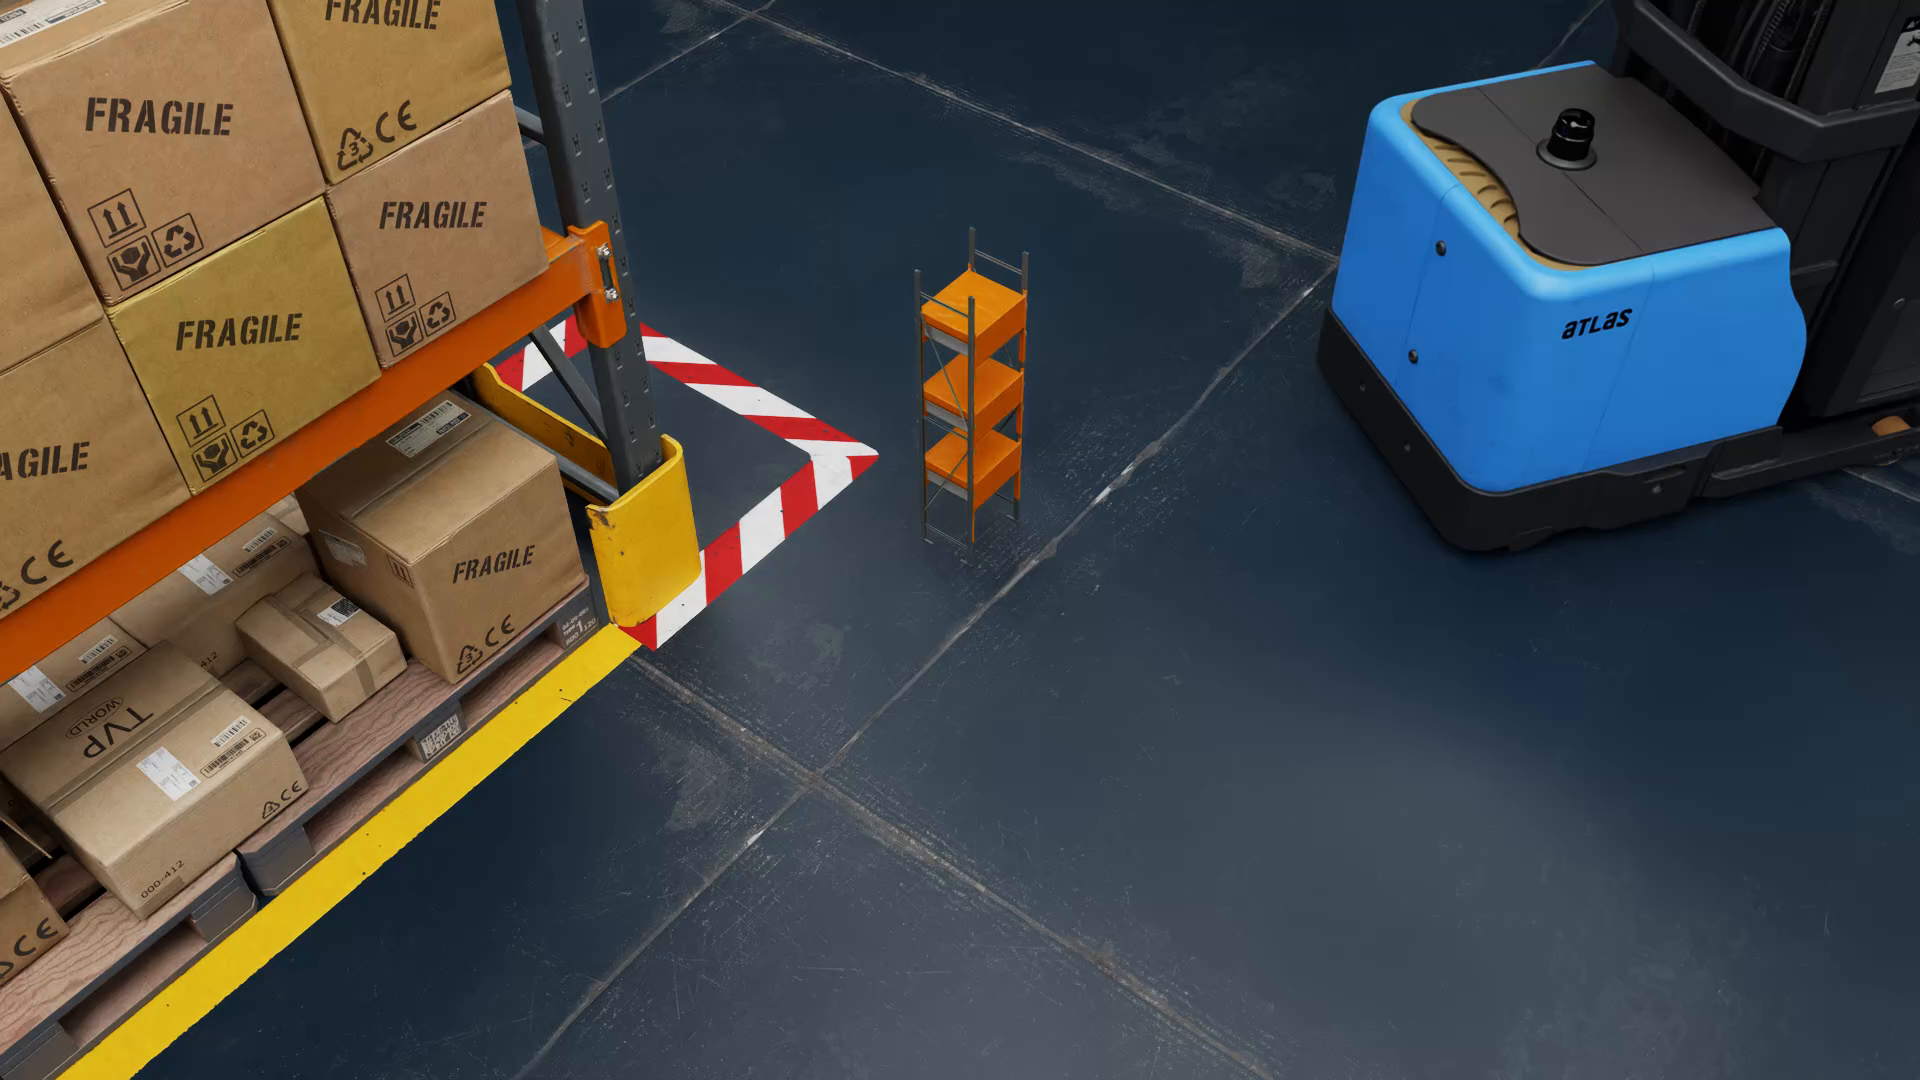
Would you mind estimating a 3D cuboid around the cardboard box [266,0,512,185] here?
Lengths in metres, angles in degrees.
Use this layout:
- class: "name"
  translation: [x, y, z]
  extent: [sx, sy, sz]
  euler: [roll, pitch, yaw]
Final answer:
- class: "cardboard box"
  translation: [-1.351, -1.158, 3.521]
  extent: [0.500, 0.500, 0.500]
  euler: [29, 53, 25]

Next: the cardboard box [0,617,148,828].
- class: "cardboard box"
  translation: [-2.465, 0.401, 4.389]
  extent: [0.500, 0.250, 0.500]
  euler: [29, 53, 25]

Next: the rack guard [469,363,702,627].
- class: "rack guard"
  translation: [-1.343, -0.247, 5.141]
  extent: [1.175, 0.500, 0.348]
  euler: [29, 53, 25]

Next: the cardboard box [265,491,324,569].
- class: "cardboard box"
  translation: [-1.977, -0.097, 4.923]
  extent: [0.380, 0.166, 0.250]
  euler: [29, 53, 25]

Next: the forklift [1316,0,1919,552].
- class: "forklift"
  translation: [2.804, -1.608, 4.759]
  extent: [3.031, 2.935, 1.130]
  euler: [-13, 48, -12]

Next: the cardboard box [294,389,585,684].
- class: "cardboard box"
  translation: [-1.434, -0.023, 4.622]
  extent: [0.500, 0.500, 0.500]
  euler: [29, 53, 25]

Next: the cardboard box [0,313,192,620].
- class: "cardboard box"
  translation: [-1.979, -0.231, 3.327]
  extent: [0.500, 0.500, 0.500]
  euler: [30, 53, 25]

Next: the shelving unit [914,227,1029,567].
- class: "shelving unit"
  translation: [0.033, -0.393, 4.900]
  extent: [0.215, 1.050, 0.252]
  euler: [29, 53, 25]

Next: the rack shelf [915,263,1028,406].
- class: "rack shelf"
  translation: [0.033, -0.582, 4.702]
  extent: [0.215, 0.259, 0.240]
  euler: [29, 53, 25]

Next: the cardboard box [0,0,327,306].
- class: "cardboard box"
  translation: [-1.659, -0.869, 3.245]
  extent: [0.500, 0.500, 0.500]
  euler: [31, 54, 26]

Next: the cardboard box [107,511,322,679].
- class: "cardboard box"
  translation: [-2.159, 0.115, 4.663]
  extent: [0.500, 0.250, 0.500]
  euler: [29, 53, 25]

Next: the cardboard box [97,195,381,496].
- class: "cardboard box"
  translation: [-1.669, -0.514, 3.597]
  extent: [0.500, 0.500, 0.500]
  euler: [30, 53, 25]

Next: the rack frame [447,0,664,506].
- class: "rack frame"
  translation: [-1.296, -1.154, 4.278]
  extent: [1.000, 3.000, 0.127]
  euler: [29, 53, 25]

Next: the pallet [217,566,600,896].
- class: "pallet"
  translation: [-1.830, 0.309, 4.809]
  extent: [1.003, 0.211, 1.213]
  euler: [29, 53, 25]

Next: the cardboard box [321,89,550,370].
- class: "cardboard box"
  translation: [-1.355, -0.812, 3.882]
  extent: [0.500, 0.500, 0.500]
  euler: [31, 54, 26]

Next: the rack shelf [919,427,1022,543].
- class: "rack shelf"
  translation: [0.033, -0.194, 5.108]
  extent: [0.215, 0.259, 0.240]
  euler: [29, 53, 25]

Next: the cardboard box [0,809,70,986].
- class: "cardboard box"
  translation: [-2.597, 0.768, 3.865]
  extent: [0.797, 0.503, 0.637]
  euler: [29, 53, 25]

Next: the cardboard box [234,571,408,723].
- class: "cardboard box"
  translation: [-1.753, 0.284, 4.559]
  extent: [0.380, 0.166, 0.250]
  euler: [29, 53, 25]

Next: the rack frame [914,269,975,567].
- class: "rack frame"
  translation: [-0.042, -0.323, 4.833]
  extent: [0.200, 1.050, 0.008]
  euler: [29, 53, 25]

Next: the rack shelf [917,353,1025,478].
- class: "rack shelf"
  translation: [0.033, -0.386, 4.907]
  extent: [0.215, 0.259, 0.240]
  euler: [29, 53, 25]

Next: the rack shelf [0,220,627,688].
- class: "rack shelf"
  translation: [-2.519, 0.239, 3.445]
  extent: [1.077, 0.370, 4.000]
  euler: [29, 53, 25]

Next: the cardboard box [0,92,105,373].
- class: "cardboard box"
  translation: [-1.972, -0.570, 2.959]
  extent: [0.500, 0.500, 0.500]
  euler: [31, 54, 26]

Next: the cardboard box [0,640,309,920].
- class: "cardboard box"
  translation: [-2.038, 0.594, 4.206]
  extent: [0.500, 0.250, 0.500]
  euler: [29, 53, 25]

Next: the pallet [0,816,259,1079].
- class: "pallet"
  translation: [-2.576, 1.004, 4.145]
  extent: [1.003, 0.211, 1.213]
  euler: [29, 53, 25]

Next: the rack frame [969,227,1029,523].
- class: "rack frame"
  translation: [0.107, -0.463, 4.966]
  extent: [0.200, 1.050, 0.008]
  euler: [29, 53, 25]
